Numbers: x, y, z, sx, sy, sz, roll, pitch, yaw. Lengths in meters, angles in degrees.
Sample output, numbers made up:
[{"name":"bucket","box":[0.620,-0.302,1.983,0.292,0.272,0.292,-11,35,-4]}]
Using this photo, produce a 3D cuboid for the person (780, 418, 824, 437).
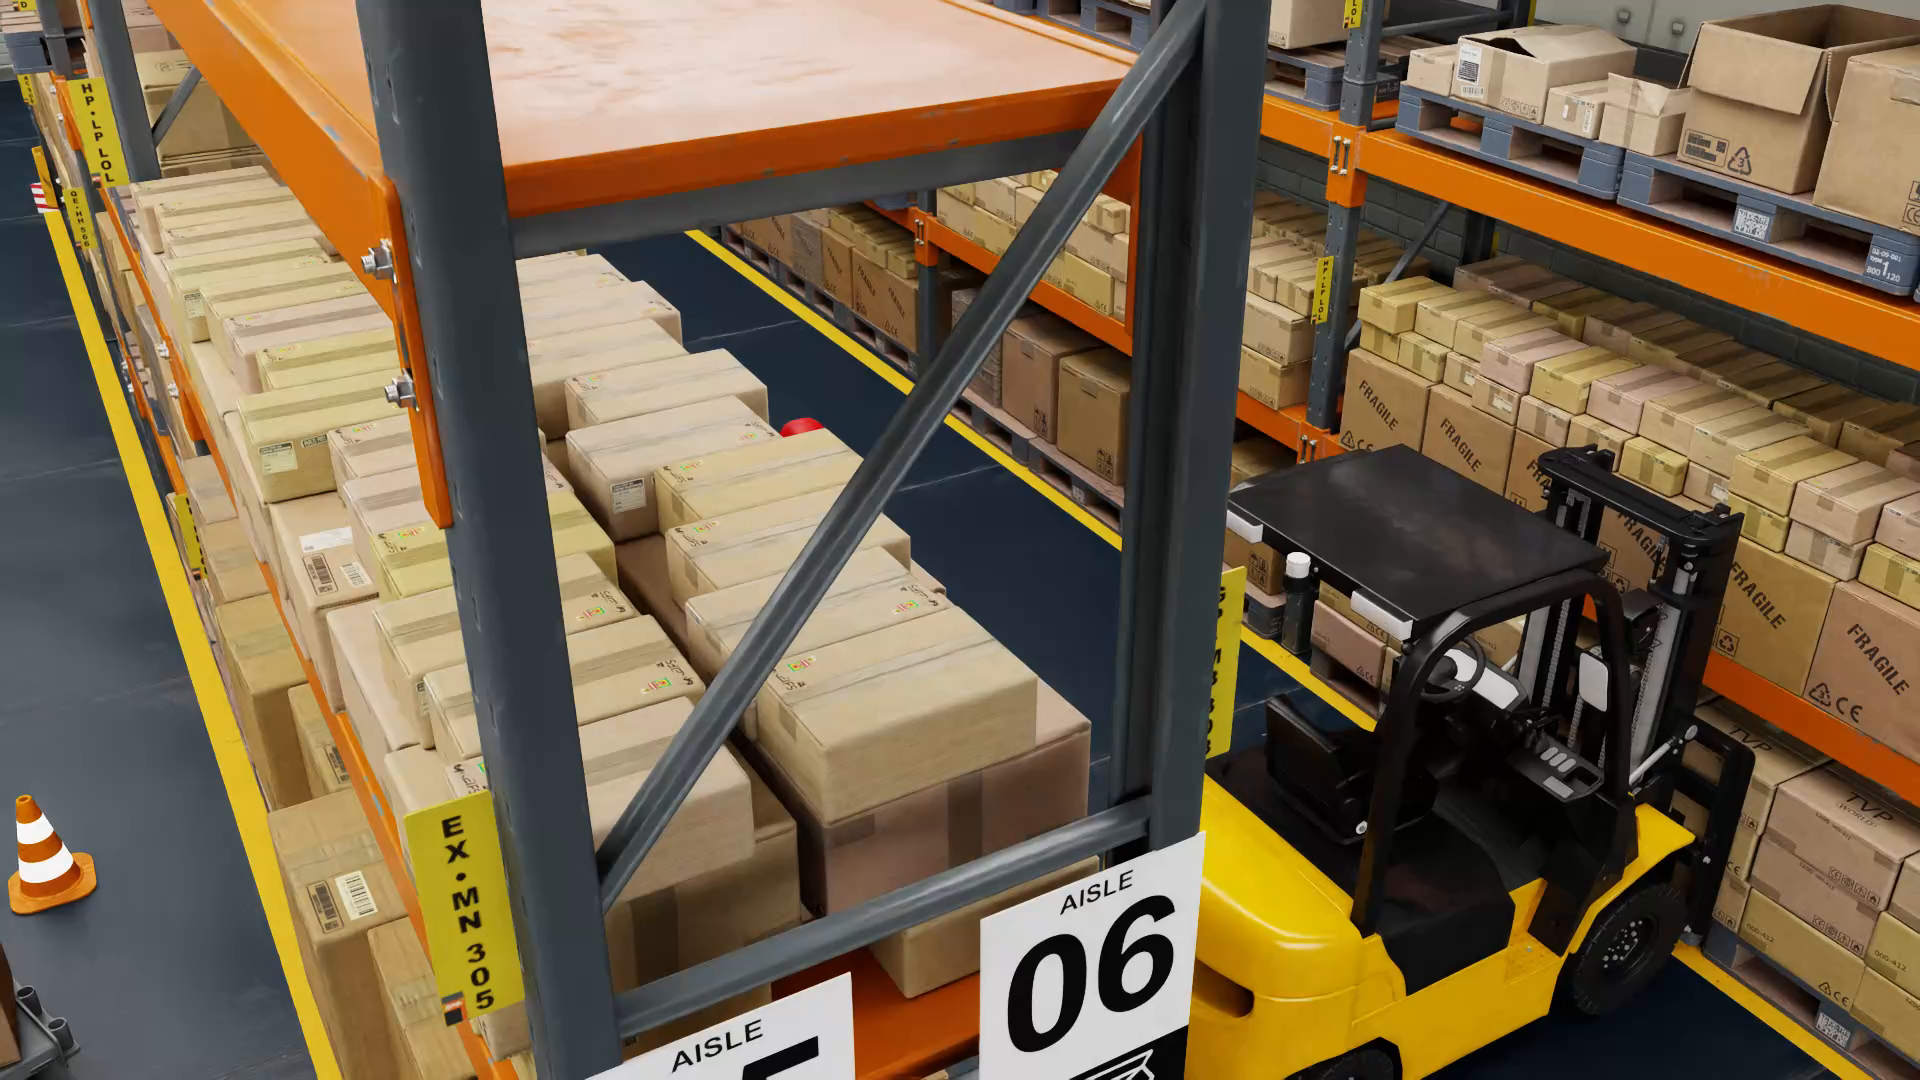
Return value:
[{"name":"person","box":[-0.652,0.234,7.681,0.448,1.780,0.609,-15,32,-26]}]
